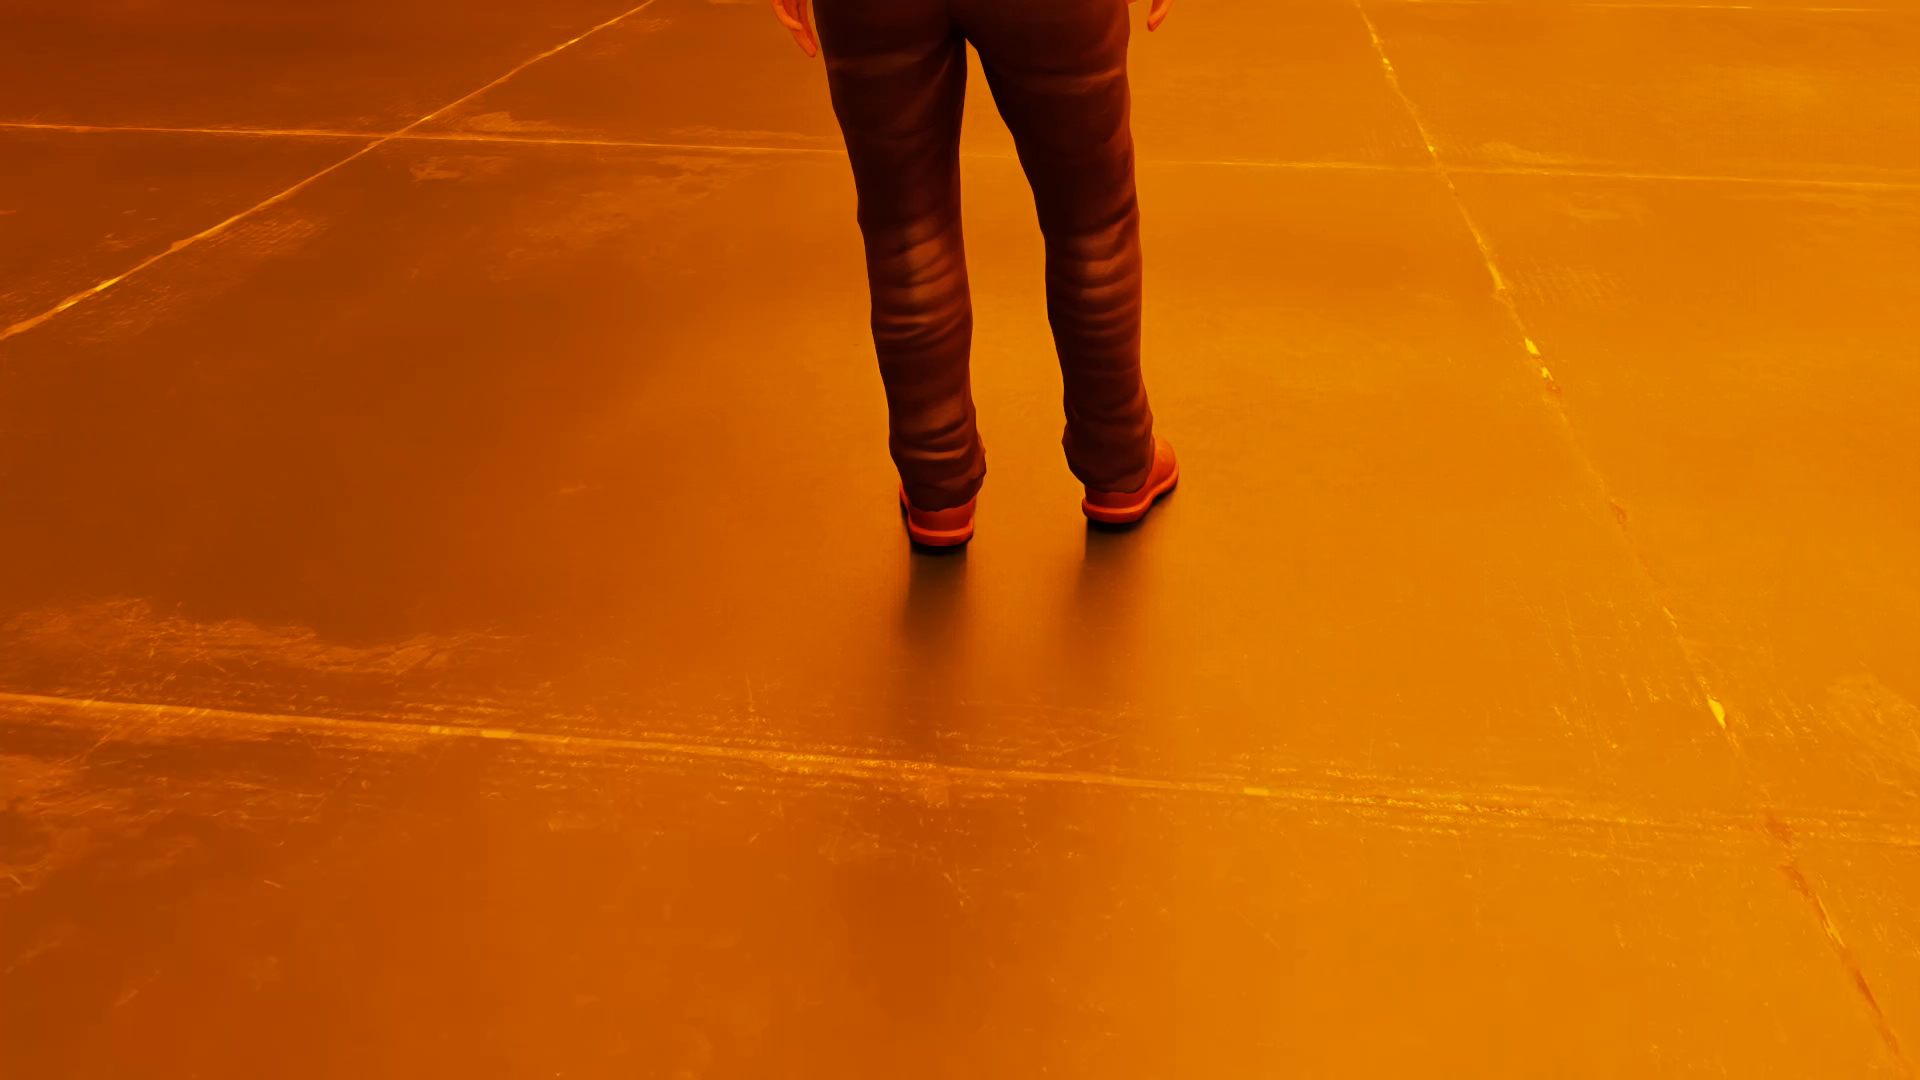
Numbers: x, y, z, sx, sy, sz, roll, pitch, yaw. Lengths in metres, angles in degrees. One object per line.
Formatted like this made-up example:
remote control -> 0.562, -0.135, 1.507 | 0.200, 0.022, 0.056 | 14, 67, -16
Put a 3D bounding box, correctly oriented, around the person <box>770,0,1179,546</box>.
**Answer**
person -> 0.035, -0.777, 2.209 | 0.598, 1.641, 0.502 | 3, 27, 7
